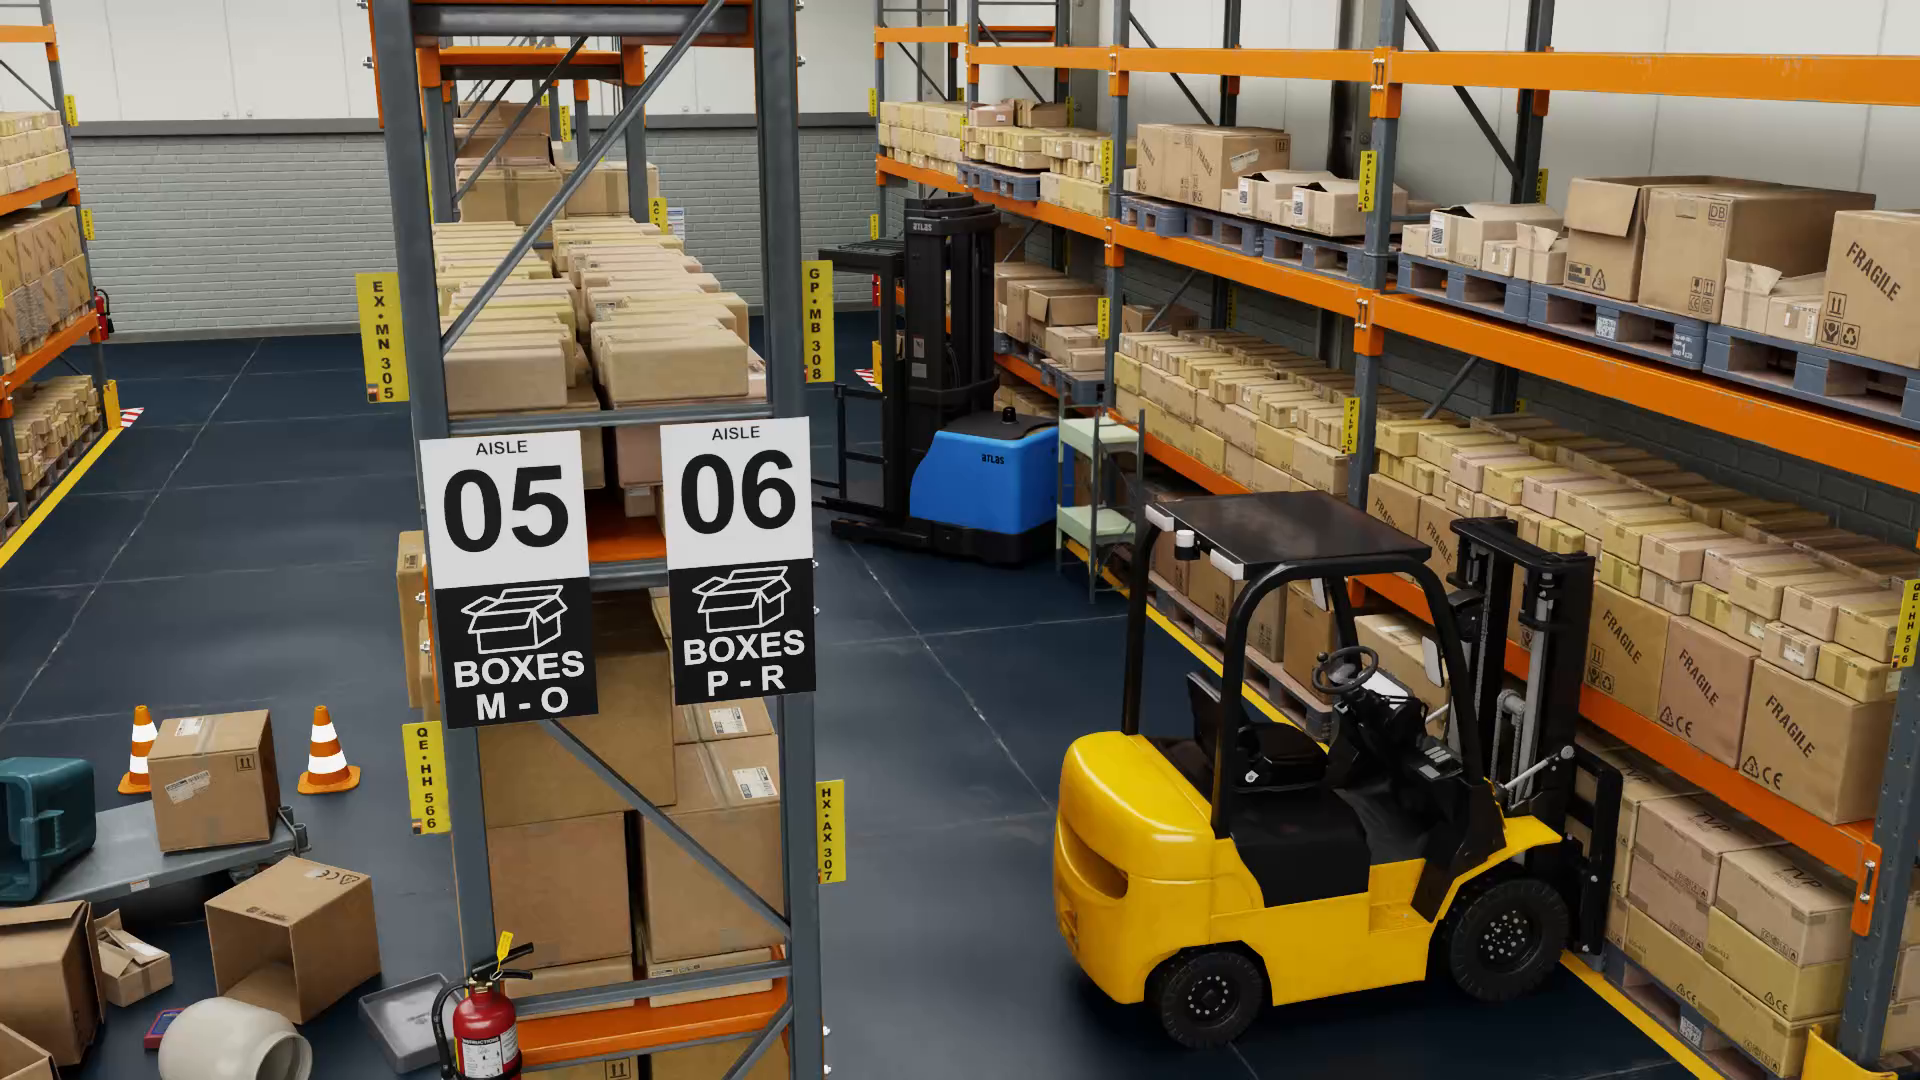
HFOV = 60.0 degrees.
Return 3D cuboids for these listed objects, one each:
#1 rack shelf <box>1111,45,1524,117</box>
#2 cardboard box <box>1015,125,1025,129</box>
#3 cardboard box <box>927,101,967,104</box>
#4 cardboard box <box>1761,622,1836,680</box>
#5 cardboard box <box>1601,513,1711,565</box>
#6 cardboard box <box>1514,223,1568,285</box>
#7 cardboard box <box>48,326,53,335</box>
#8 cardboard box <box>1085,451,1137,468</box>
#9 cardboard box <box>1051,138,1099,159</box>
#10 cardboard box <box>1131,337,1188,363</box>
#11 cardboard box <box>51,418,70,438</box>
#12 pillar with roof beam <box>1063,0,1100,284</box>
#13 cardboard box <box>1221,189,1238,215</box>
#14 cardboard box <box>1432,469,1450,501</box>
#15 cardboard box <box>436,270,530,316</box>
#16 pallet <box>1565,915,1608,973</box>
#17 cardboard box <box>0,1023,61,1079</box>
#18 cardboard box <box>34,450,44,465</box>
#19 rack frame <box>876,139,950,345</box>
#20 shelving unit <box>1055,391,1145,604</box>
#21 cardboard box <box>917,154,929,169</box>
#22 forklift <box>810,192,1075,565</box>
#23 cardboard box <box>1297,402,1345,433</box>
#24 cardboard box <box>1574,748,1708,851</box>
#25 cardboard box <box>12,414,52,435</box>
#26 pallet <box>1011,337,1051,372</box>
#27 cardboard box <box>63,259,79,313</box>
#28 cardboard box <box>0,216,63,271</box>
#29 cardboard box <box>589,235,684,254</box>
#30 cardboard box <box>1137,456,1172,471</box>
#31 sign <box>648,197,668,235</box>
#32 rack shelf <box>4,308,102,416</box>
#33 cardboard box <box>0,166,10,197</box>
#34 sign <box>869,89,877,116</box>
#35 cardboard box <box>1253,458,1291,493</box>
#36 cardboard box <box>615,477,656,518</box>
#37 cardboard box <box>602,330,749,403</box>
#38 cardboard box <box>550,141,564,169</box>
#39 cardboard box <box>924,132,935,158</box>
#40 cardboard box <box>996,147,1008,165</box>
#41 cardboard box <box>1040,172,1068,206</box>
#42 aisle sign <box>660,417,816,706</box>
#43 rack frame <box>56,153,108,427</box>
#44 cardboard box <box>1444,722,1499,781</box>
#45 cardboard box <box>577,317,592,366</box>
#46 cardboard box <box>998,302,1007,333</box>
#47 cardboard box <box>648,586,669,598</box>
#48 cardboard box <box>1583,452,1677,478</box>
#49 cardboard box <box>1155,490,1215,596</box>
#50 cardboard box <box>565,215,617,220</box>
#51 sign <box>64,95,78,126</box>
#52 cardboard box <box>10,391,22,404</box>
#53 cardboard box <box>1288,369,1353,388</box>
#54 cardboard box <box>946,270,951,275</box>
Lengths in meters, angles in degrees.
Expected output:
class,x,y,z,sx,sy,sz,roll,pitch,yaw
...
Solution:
class,x,y,z,sx,sy,sz,roll,pitch,yaw
rack shelf,2.214,-3.075,10.992,1.077,0.370,4.000,-5,17,-15
cardboard box,0.759,-4.031,16.460,0.380,0.149,0.250,-5,17,-16
cardboard box,-0.144,-5.150,20.042,0.500,0.250,0.500,-5,17,-17
cardboard box,3.399,0.421,6.534,0.380,0.149,0.250,-4,17,-14
cardboard box,3.114,-0.007,7.441,0.380,0.149,0.250,-4,17,-14
cardboard box,2.879,-1.371,7.918,0.396,0.266,0.258,-5,17,-17
cardboard box,-9.407,-2.140,16.797,0.380,0.149,0.250,-5,18,-18
cardboard box,1.285,-0.722,14.129,0.380,0.149,0.250,-6,18,-18
cardboard box,1.000,-3.350,14.227,0.380,0.149,0.250,-5,17,-16
cardboard box,1.543,-1.464,12.811,0.380,0.149,0.250,-4,17,-14
cardboard box,-9.164,-1.114,16.654,0.380,0.149,0.250,-5,17,-15
pillar with roof beam,-2.899,-5.194,16.101,9.100,9.000,0.400,-5,17,-15
cardboard box,1.957,-2.243,11.025,0.380,0.149,0.250,-5,17,-16
cardboard box,2.769,-0.293,8.911,0.380,0.149,0.250,-5,17,-15
cardboard box,-1.740,-0.874,5.986,0.380,0.149,0.250,-4,17,-14
pallet,3.280,1.712,8.384,1.003,0.211,1.213,-5,17,-15
cardboard box,-3.826,2.225,6.169,0.637,0.503,0.797,11,20,32
cardboard box,-9.039,-0.751,15.963,0.380,0.149,0.250,-5,17,-16
rack frame,-0.535,-3.504,20.902,1.000,3.000,0.127,-5,17,-15
shelving unit,1.080,-0.341,12.960,0.431,1.500,0.755,-5,17,-17
cardboard box,-0.270,-4.213,18.487,0.380,0.149,0.250,-4,17,-14
forklift,-0.521,-1.503,14.360,3.031,2.935,1.130,11,20,32
cardboard box,2.351,-0.762,10.473,0.380,0.149,0.250,-5,17,-15
cardboard box,3.142,1.177,7.633,0.500,0.250,0.500,-4,17,-15
cardboard box,-9.055,-1.111,16.128,0.380,0.149,0.250,-4,17,-14
pallet,1.125,-1.737,15.353,1.003,0.211,1.213,-5,17,-15
cardboard box,-9.530,-2.634,17.318,0.500,0.500,0.500,-5,17,-16
cardboard box,-9.382,-2.970,16.697,0.500,0.500,0.500,-4,17,-12
cardboard box,-1.383,-1.212,7.111,0.380,0.149,0.250,-4,17,-14
cardboard box,1.818,-0.434,14.297,0.500,0.500,0.500,-4,17,-13
sign,-1.489,-1.520,8.186,0.100,0.325,0.005,-5,17,-15
rack shelf,-9.488,-1.793,16.458,1.077,0.370,4.000,-5,17,-15
cardboard box,-8.958,-3.236,15.058,0.500,0.250,0.500,-5,17,-16
sign,-1.056,-5.316,20.202,0.100,0.325,0.005,-5,17,-15
cardboard box,2.230,-0.370,10.730,0.500,0.250,0.500,-5,17,-16
cardboard box,-0.846,-0.184,5.073,0.380,0.149,0.250,-5,18,-17
cardboard box,-0.811,-0.497,4.730,0.380,0.149,0.250,-5,17,-16
cardboard box,-3.763,-3.372,14.674,0.500,0.311,0.500,-5,17,-15
cardboard box,-0.091,-4.304,18.095,0.500,0.250,0.500,-4,17,-14
cardboard box,0.547,-3.566,15.429,0.380,0.149,0.250,-5,17,-16
cardboard box,1.013,-3.056,14.458,0.500,0.250,0.500,-5,17,-15
aisle sign,-0.594,0.063,4.509,0.394,0.787,0.004,-5,17,-15
rack frame,-10.038,-2.691,18.196,1.000,3.000,0.127,-5,17,-15
cardboard box,2.867,1.129,8.659,0.500,0.250,0.500,-5,17,-16
cardboard box,-1.086,-0.633,5.875,0.500,0.250,0.500,-4,17,-14
cardboard box,0.578,-2.119,15.797,0.396,0.266,0.258,-4,17,-13
cardboard box,-1.352,0.407,7.193,0.500,0.500,0.500,-4,17,-14
cardboard box,3.437,-0.339,8.547,0.380,0.149,0.250,-5,17,-16
cardboard box,2.009,-0.001,12.639,0.875,0.625,0.625,-4,17,-13
cardboard box,-1.924,-1.690,9.182,0.500,0.250,0.500,-5,17,-16
sign,-9.499,-4.590,17.765,0.100,0.325,0.005,-5,17,-15
cardboard box,-9.935,-1.431,17.194,0.380,0.149,0.250,-6,18,-18
cardboard box,2.499,-1.083,11.541,0.380,0.149,0.250,-5,17,-15
cardboard box,-0.086,-2.866,18.523,0.500,0.250,0.500,-5,17,-16
